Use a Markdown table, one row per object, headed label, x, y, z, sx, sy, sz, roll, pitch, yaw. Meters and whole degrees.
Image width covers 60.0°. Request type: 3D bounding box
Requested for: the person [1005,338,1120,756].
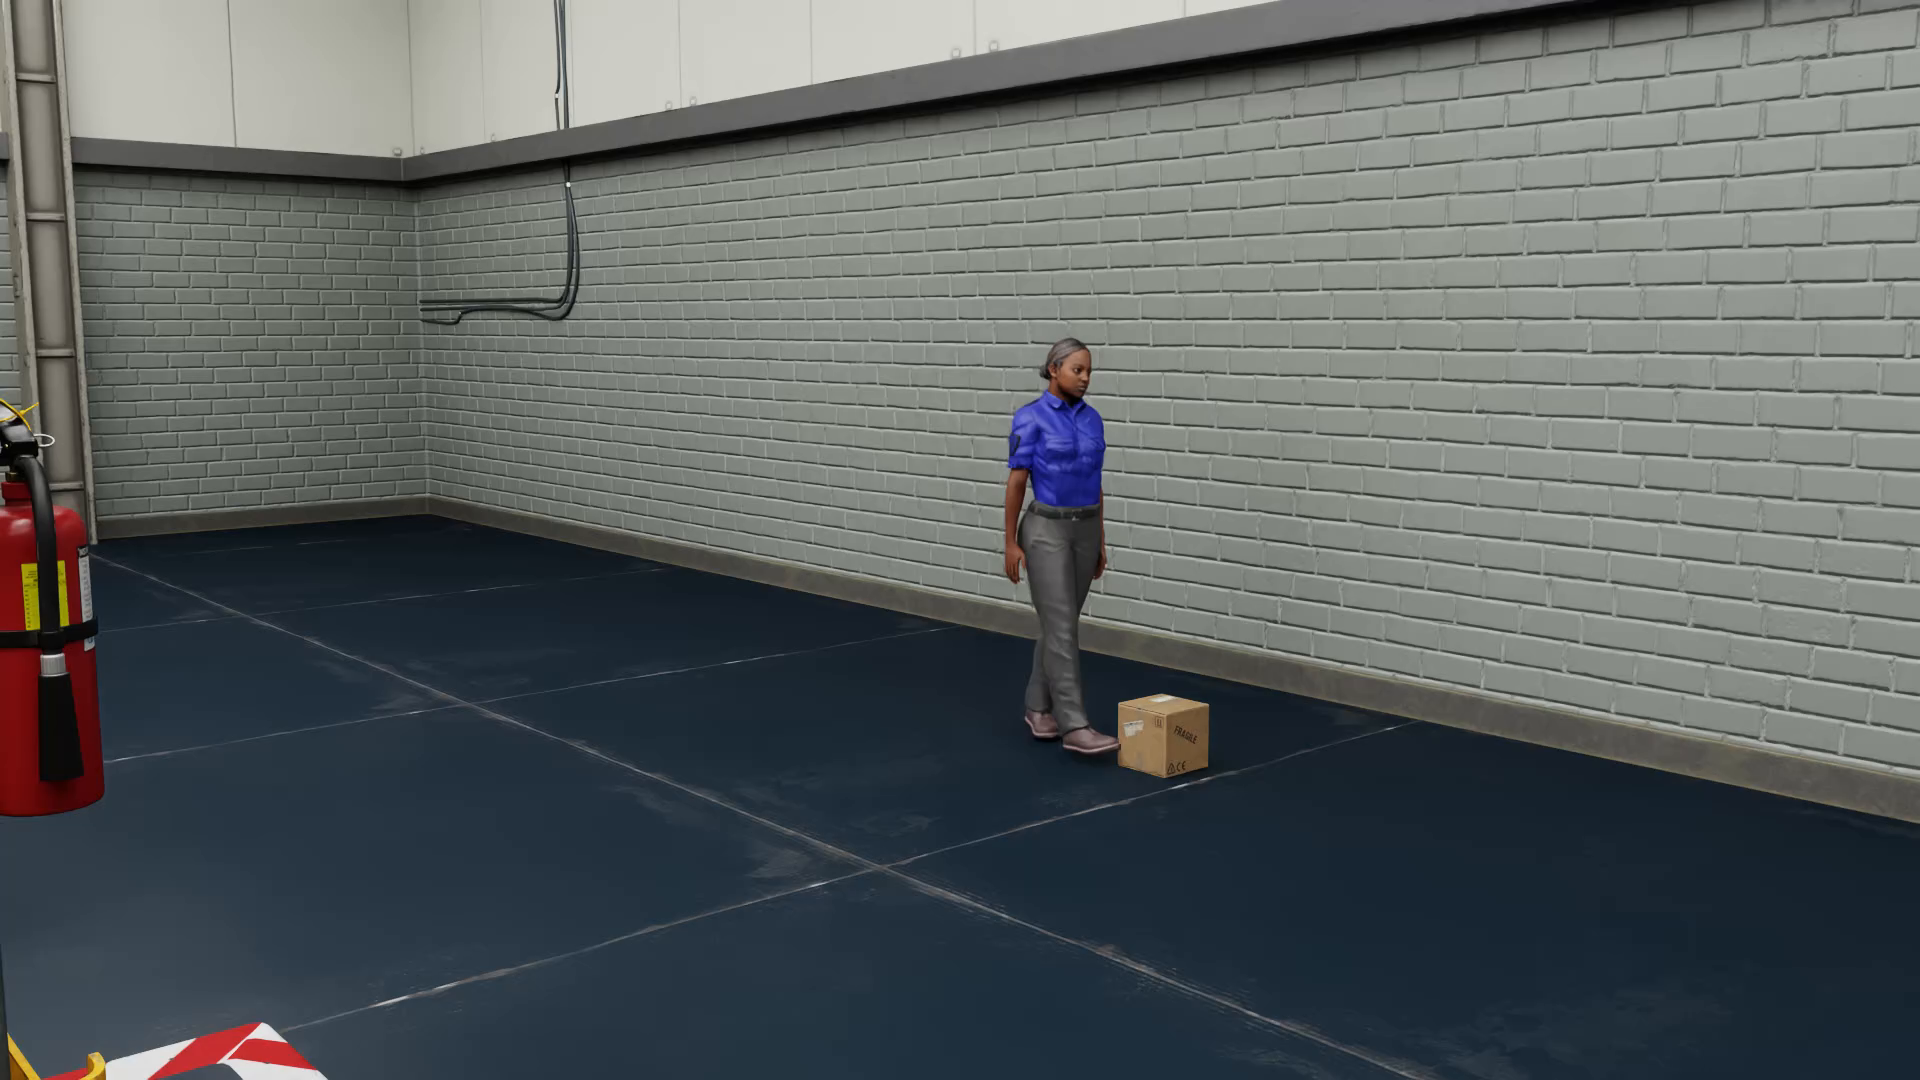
| label | x | y | z | sx | sy | sz | roll | pitch | yaw |
| --- | --- | --- | --- | --- | --- | --- | --- | --- | --- |
| person | 0.467 | 0.022 | 6.669 | 0.471 | 1.628 | 0.719 | -5 | 9 | -34 |
